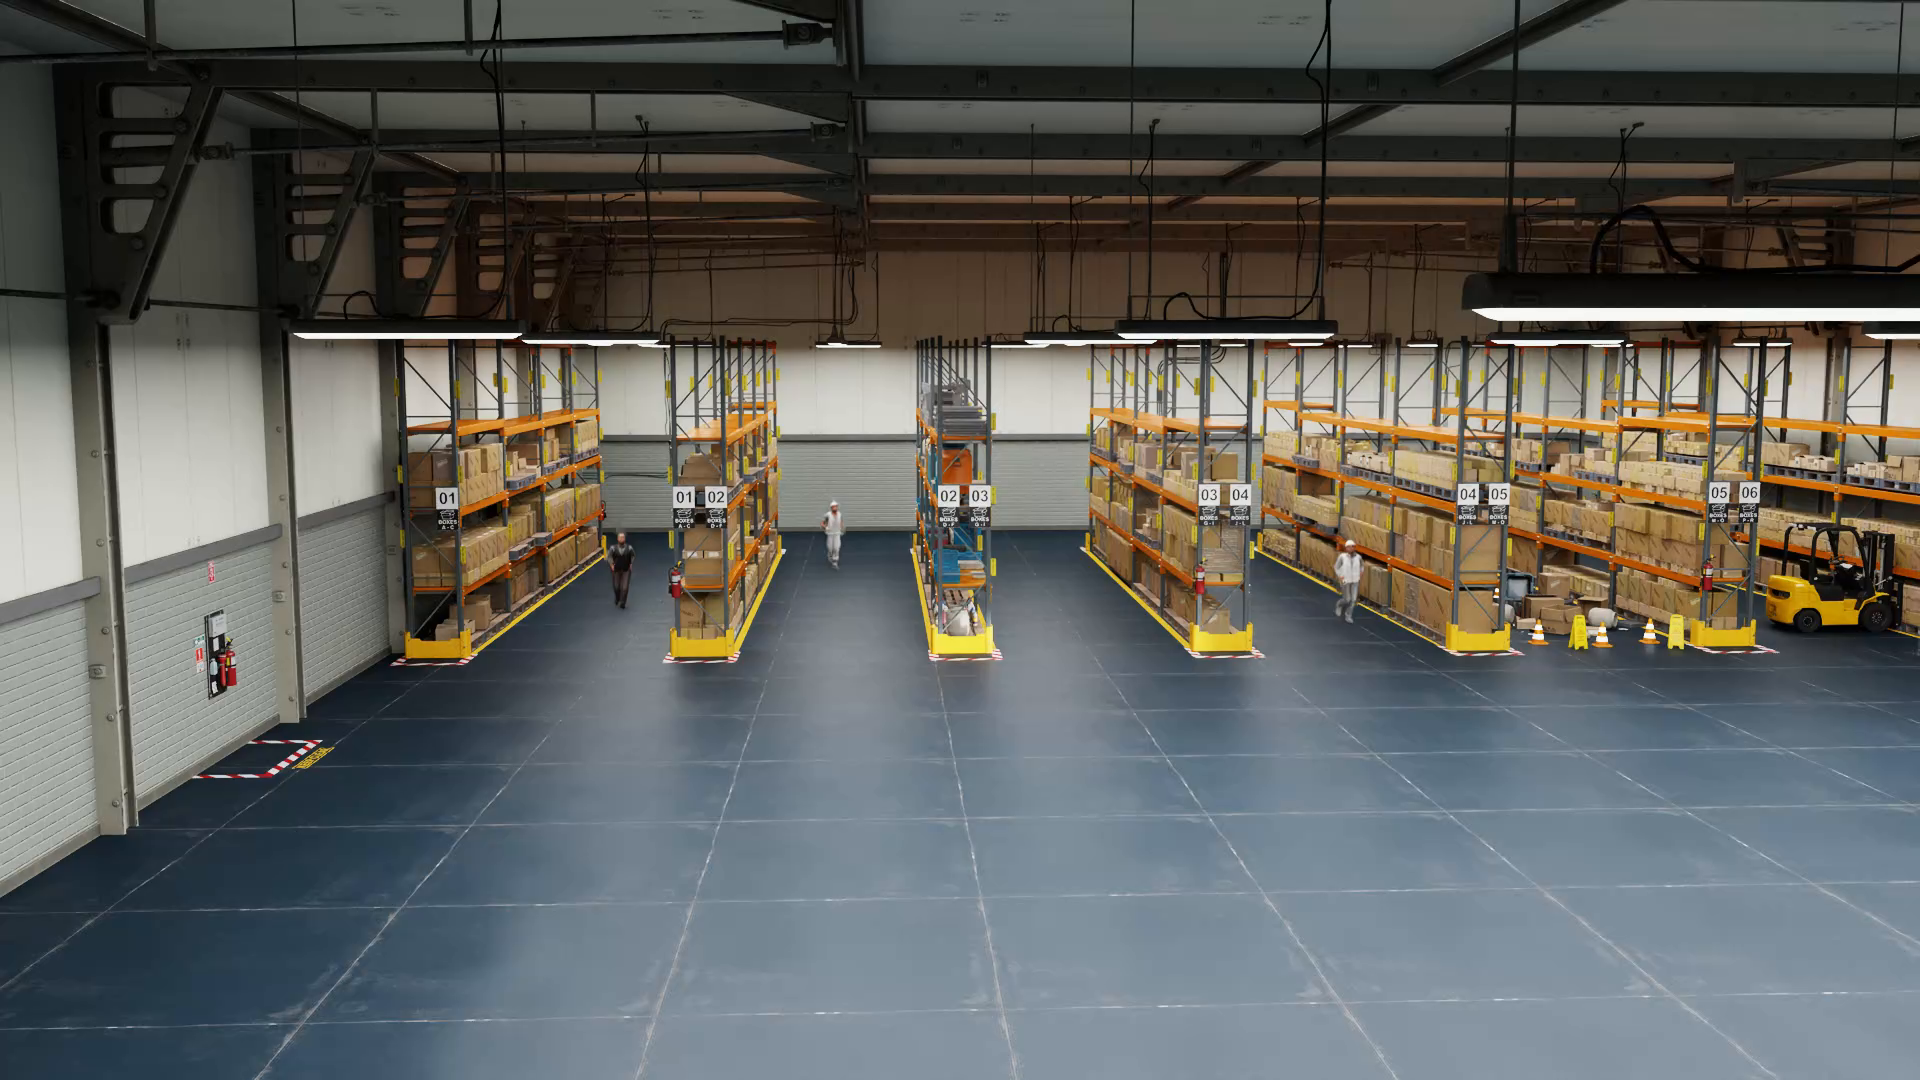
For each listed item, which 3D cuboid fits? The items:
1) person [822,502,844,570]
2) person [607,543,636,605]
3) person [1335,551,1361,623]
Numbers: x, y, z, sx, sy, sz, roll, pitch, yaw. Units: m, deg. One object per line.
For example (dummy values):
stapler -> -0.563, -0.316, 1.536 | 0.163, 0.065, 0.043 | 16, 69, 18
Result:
person -> -3.337, -0.118, 43.760 | 0.615, 1.780, 0.816 | -2, 7, -19
person -> -7.516, 0.762, 36.973 | 0.643, 1.425, 0.490 | -1, 7, -12
person -> 8.258, 0.970, 35.321 | 0.456, 1.528, 0.520 | -1, 7, -5
